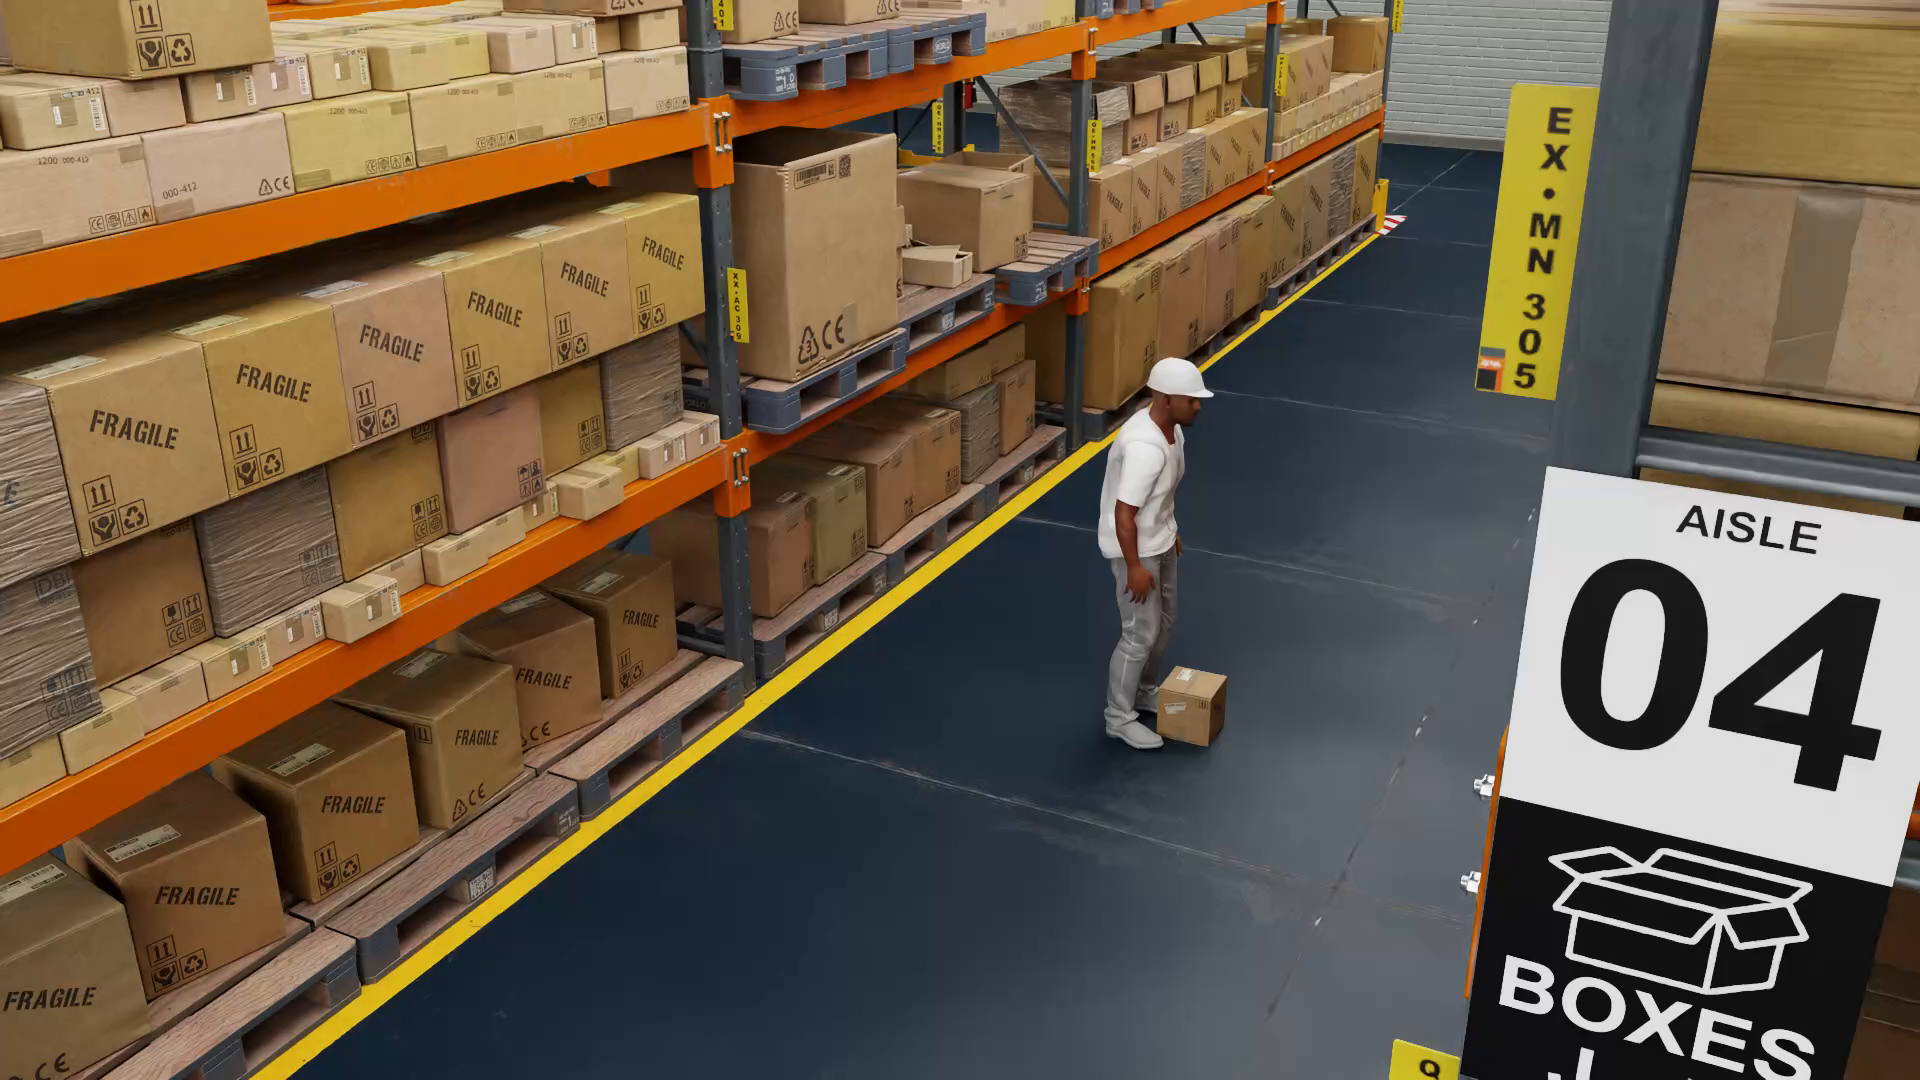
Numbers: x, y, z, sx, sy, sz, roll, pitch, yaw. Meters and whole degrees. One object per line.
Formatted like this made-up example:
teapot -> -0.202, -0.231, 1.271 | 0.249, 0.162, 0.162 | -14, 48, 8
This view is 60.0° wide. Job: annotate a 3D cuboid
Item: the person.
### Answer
person -> 0.865, 0.032, 7.495 | 0.462, 1.759, 0.633 | 9, 24, 21
